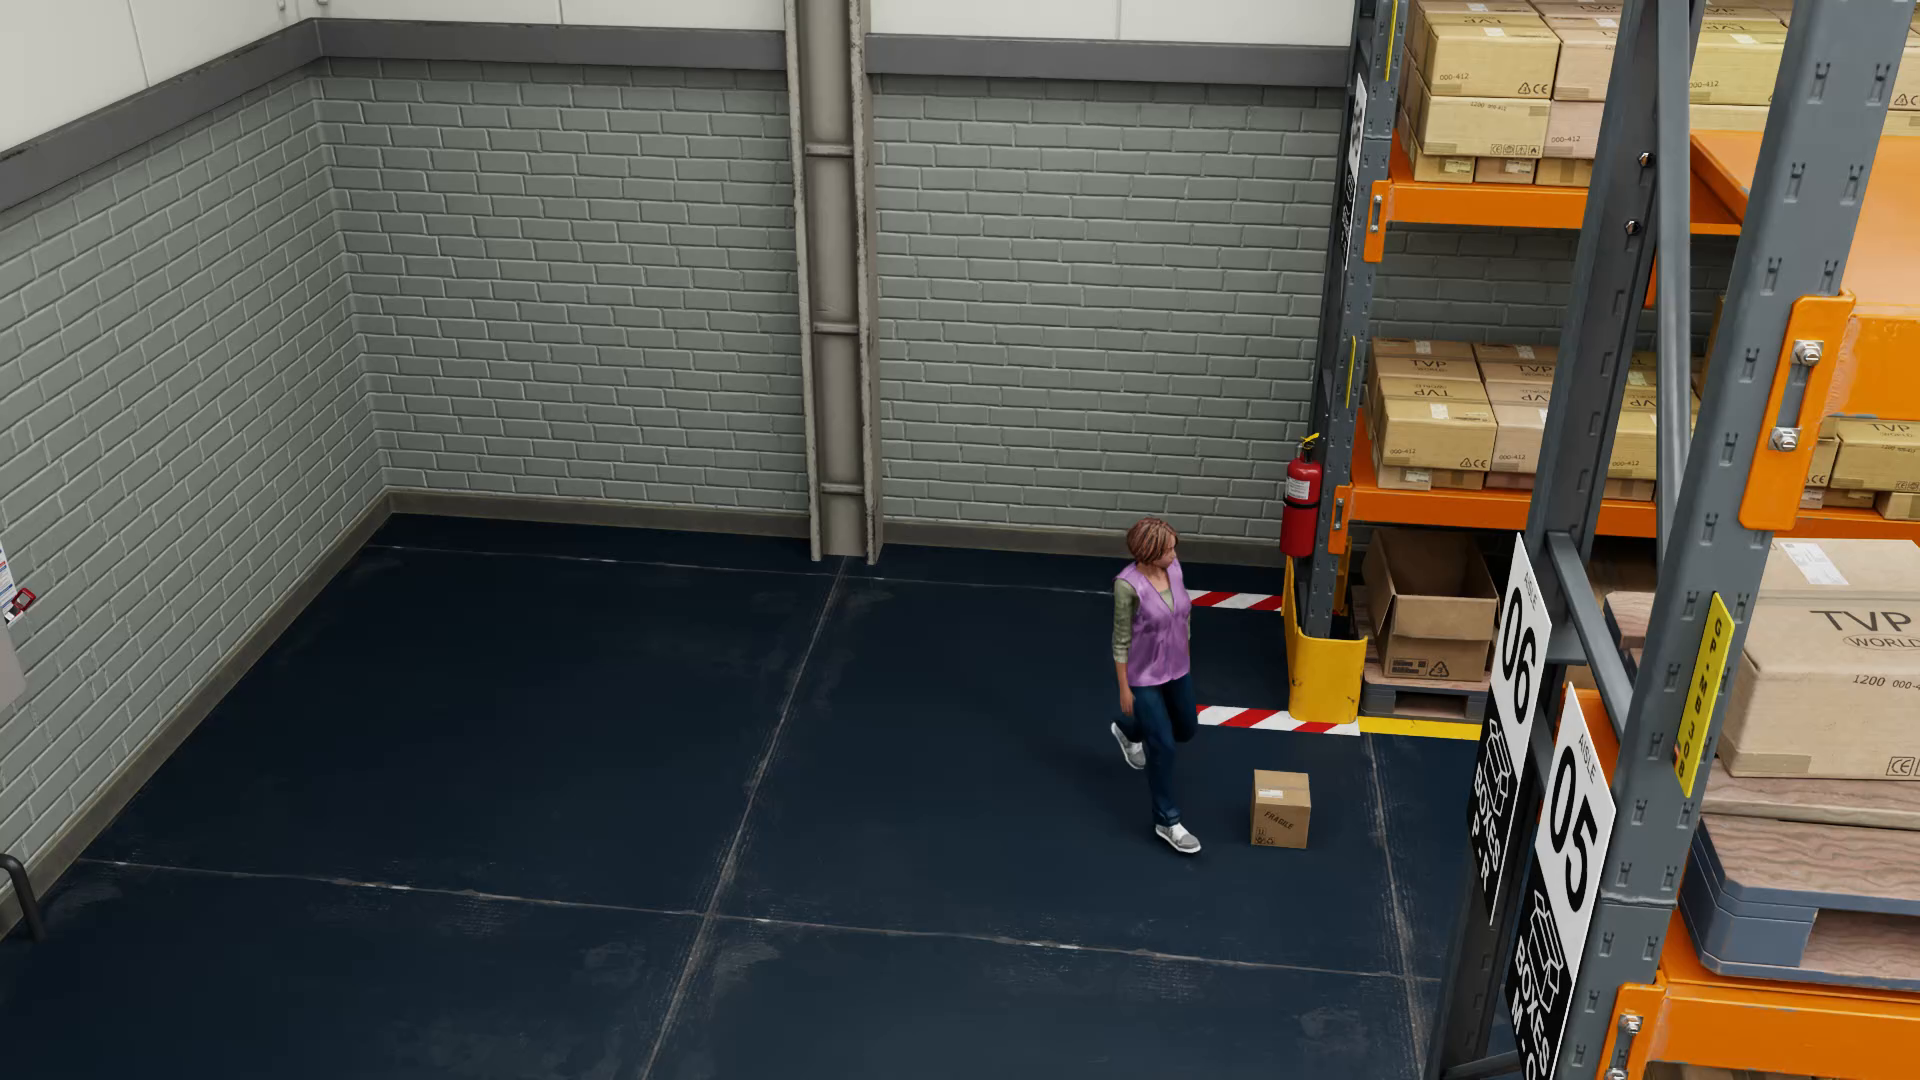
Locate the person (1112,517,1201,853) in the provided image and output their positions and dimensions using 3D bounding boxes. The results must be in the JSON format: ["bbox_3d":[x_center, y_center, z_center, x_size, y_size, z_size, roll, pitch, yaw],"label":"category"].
[{"bbox_3d":[0.907,0.610,7.529,0.441,1.564,0.735,-22,36,-34],"label":"person"}]
